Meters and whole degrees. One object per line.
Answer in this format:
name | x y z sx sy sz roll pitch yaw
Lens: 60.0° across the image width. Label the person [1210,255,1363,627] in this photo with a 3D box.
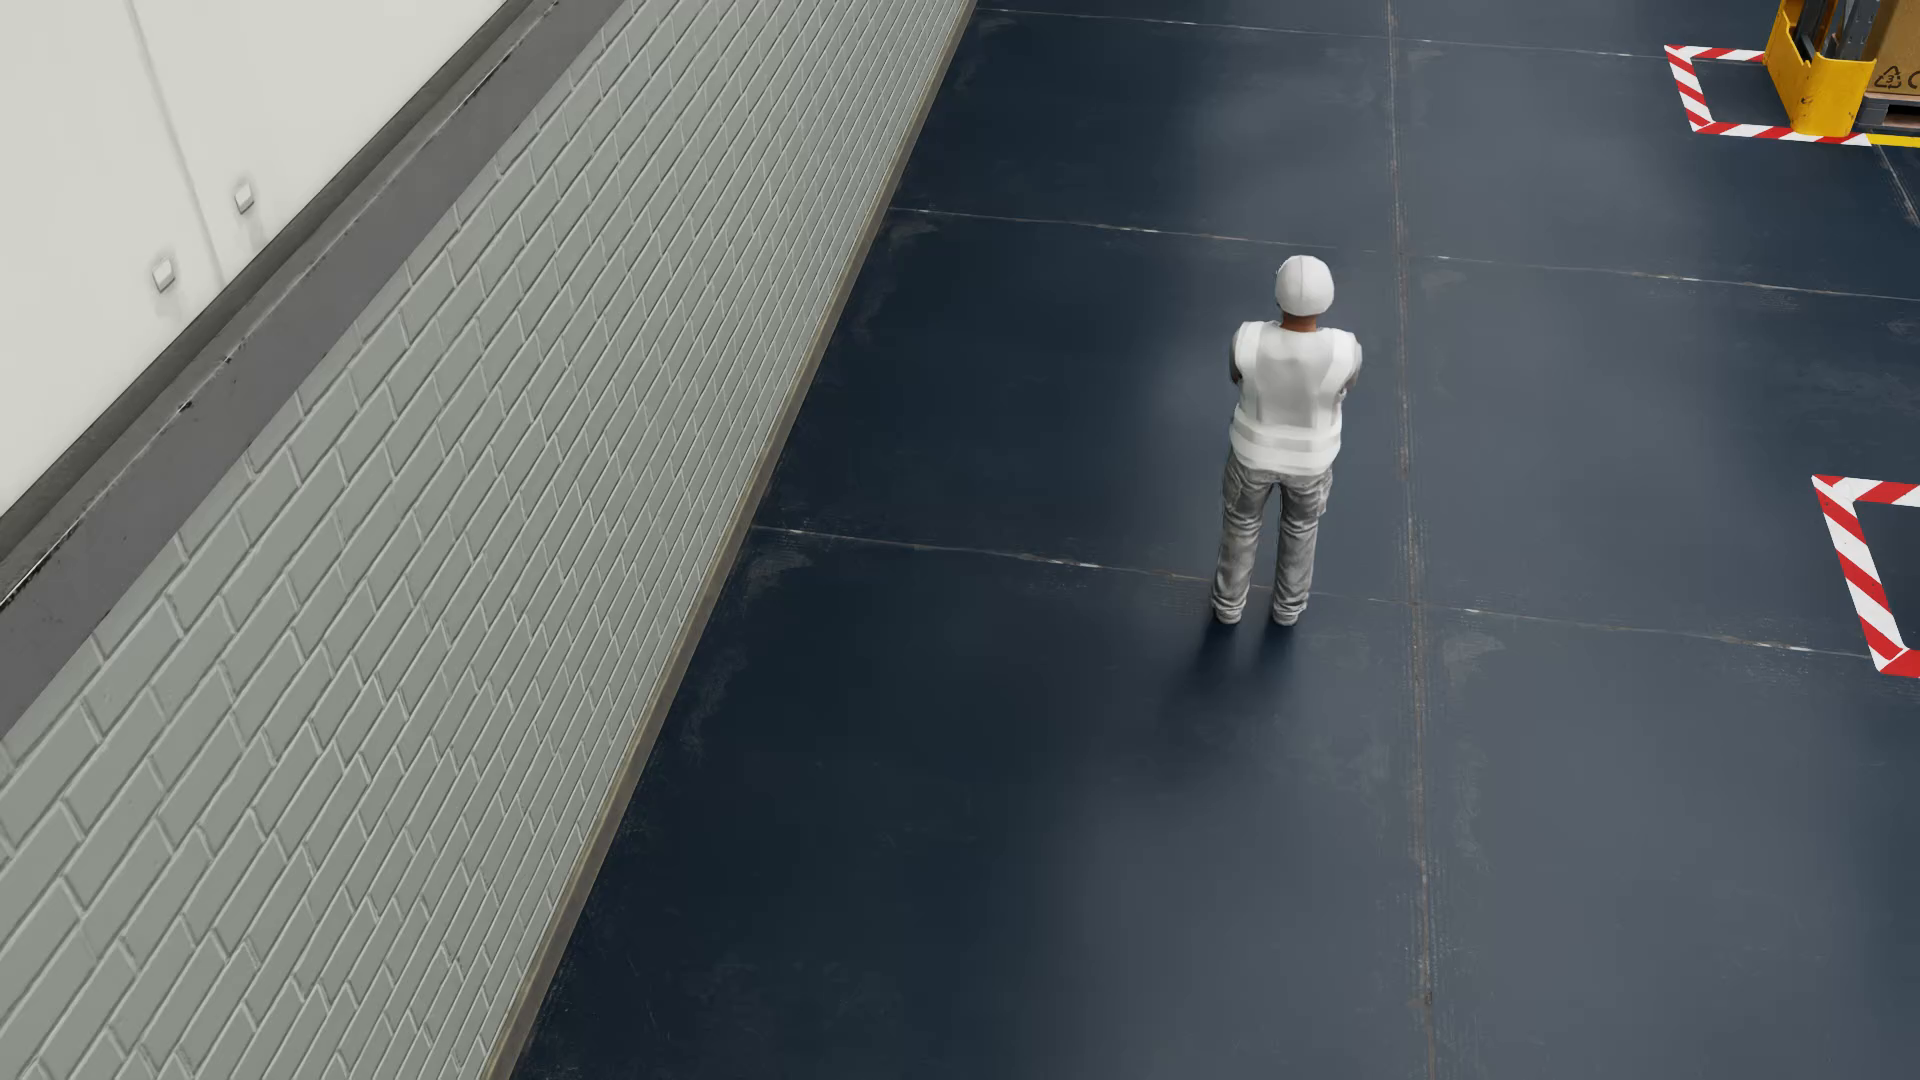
person | 1.288 -0.420 6.639 0.495 1.784 0.573 8 41 9
